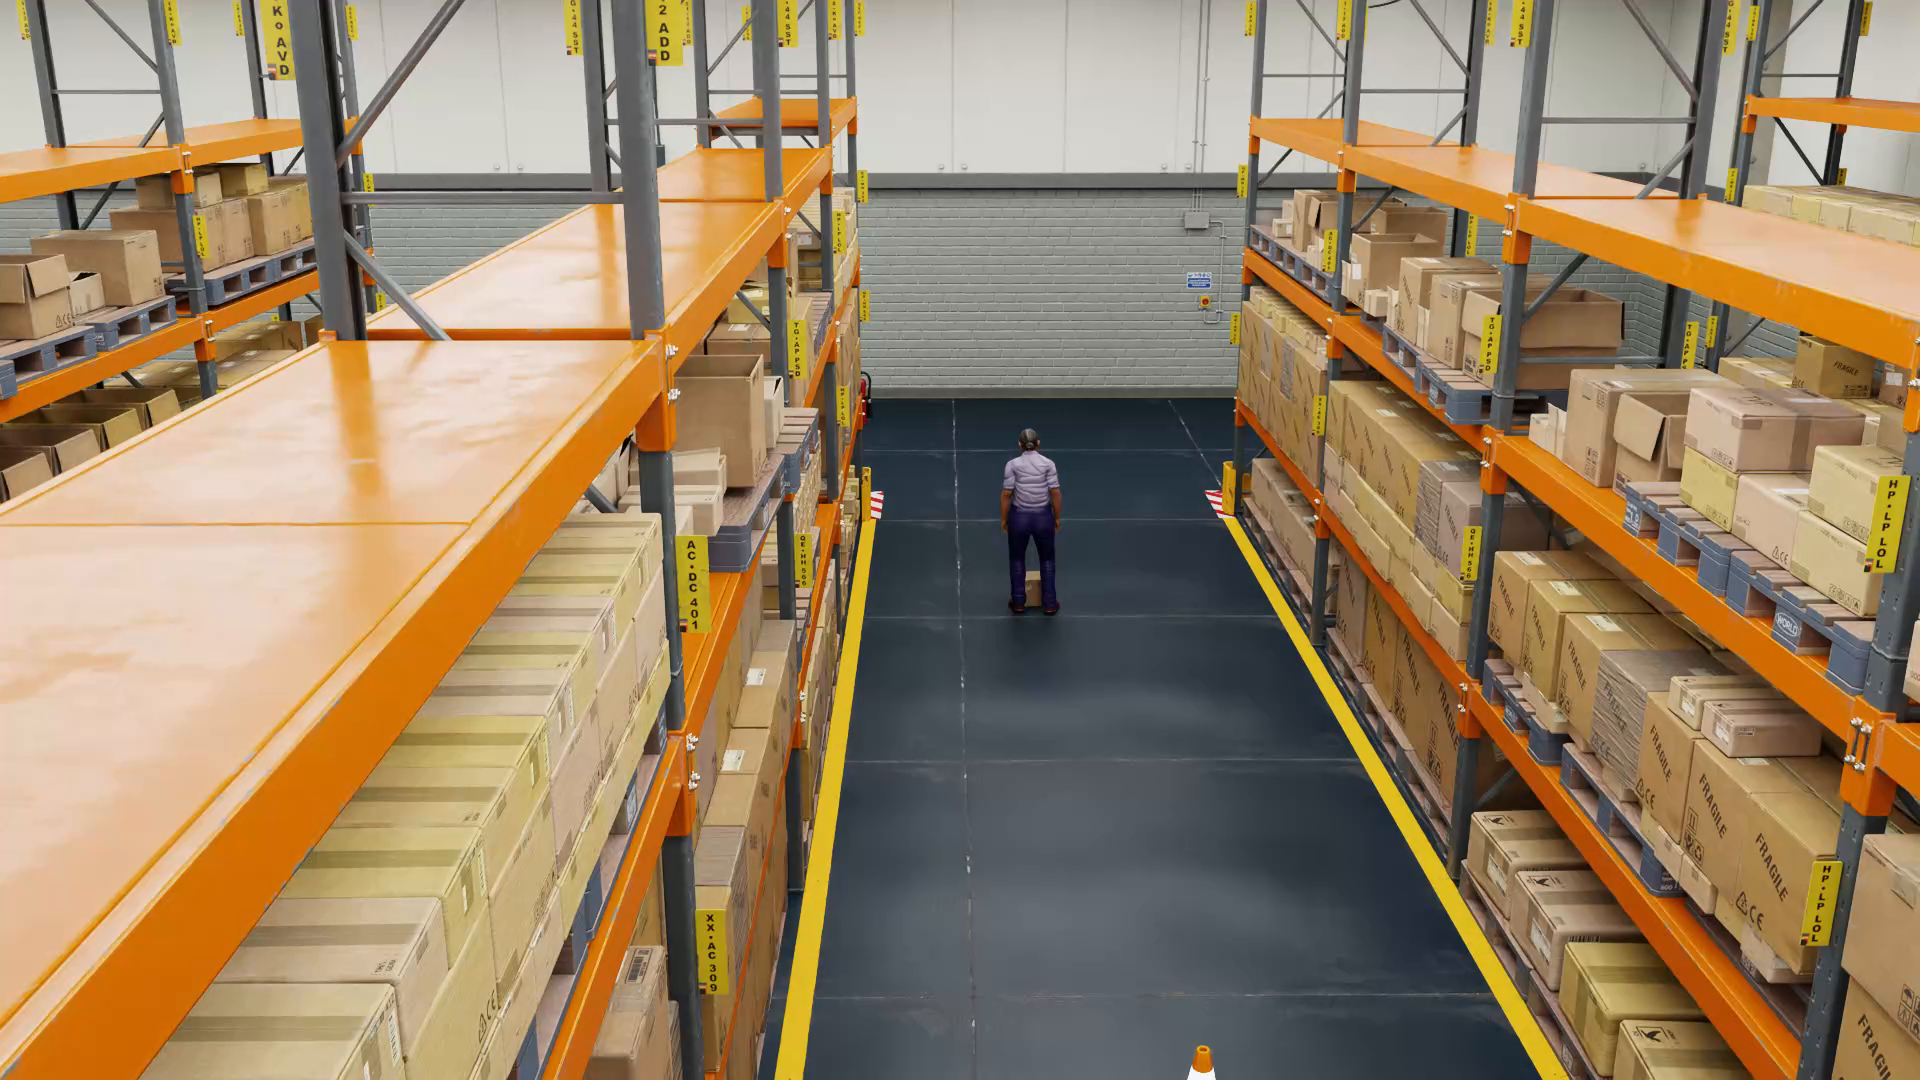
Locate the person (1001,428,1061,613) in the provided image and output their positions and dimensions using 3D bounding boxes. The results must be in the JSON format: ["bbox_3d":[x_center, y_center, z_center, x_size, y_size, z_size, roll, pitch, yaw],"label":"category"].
[{"bbox_3d":[0.627,-0.164,14.609,0.545,1.651,0.414,0,17,-1],"label":"person"}]
